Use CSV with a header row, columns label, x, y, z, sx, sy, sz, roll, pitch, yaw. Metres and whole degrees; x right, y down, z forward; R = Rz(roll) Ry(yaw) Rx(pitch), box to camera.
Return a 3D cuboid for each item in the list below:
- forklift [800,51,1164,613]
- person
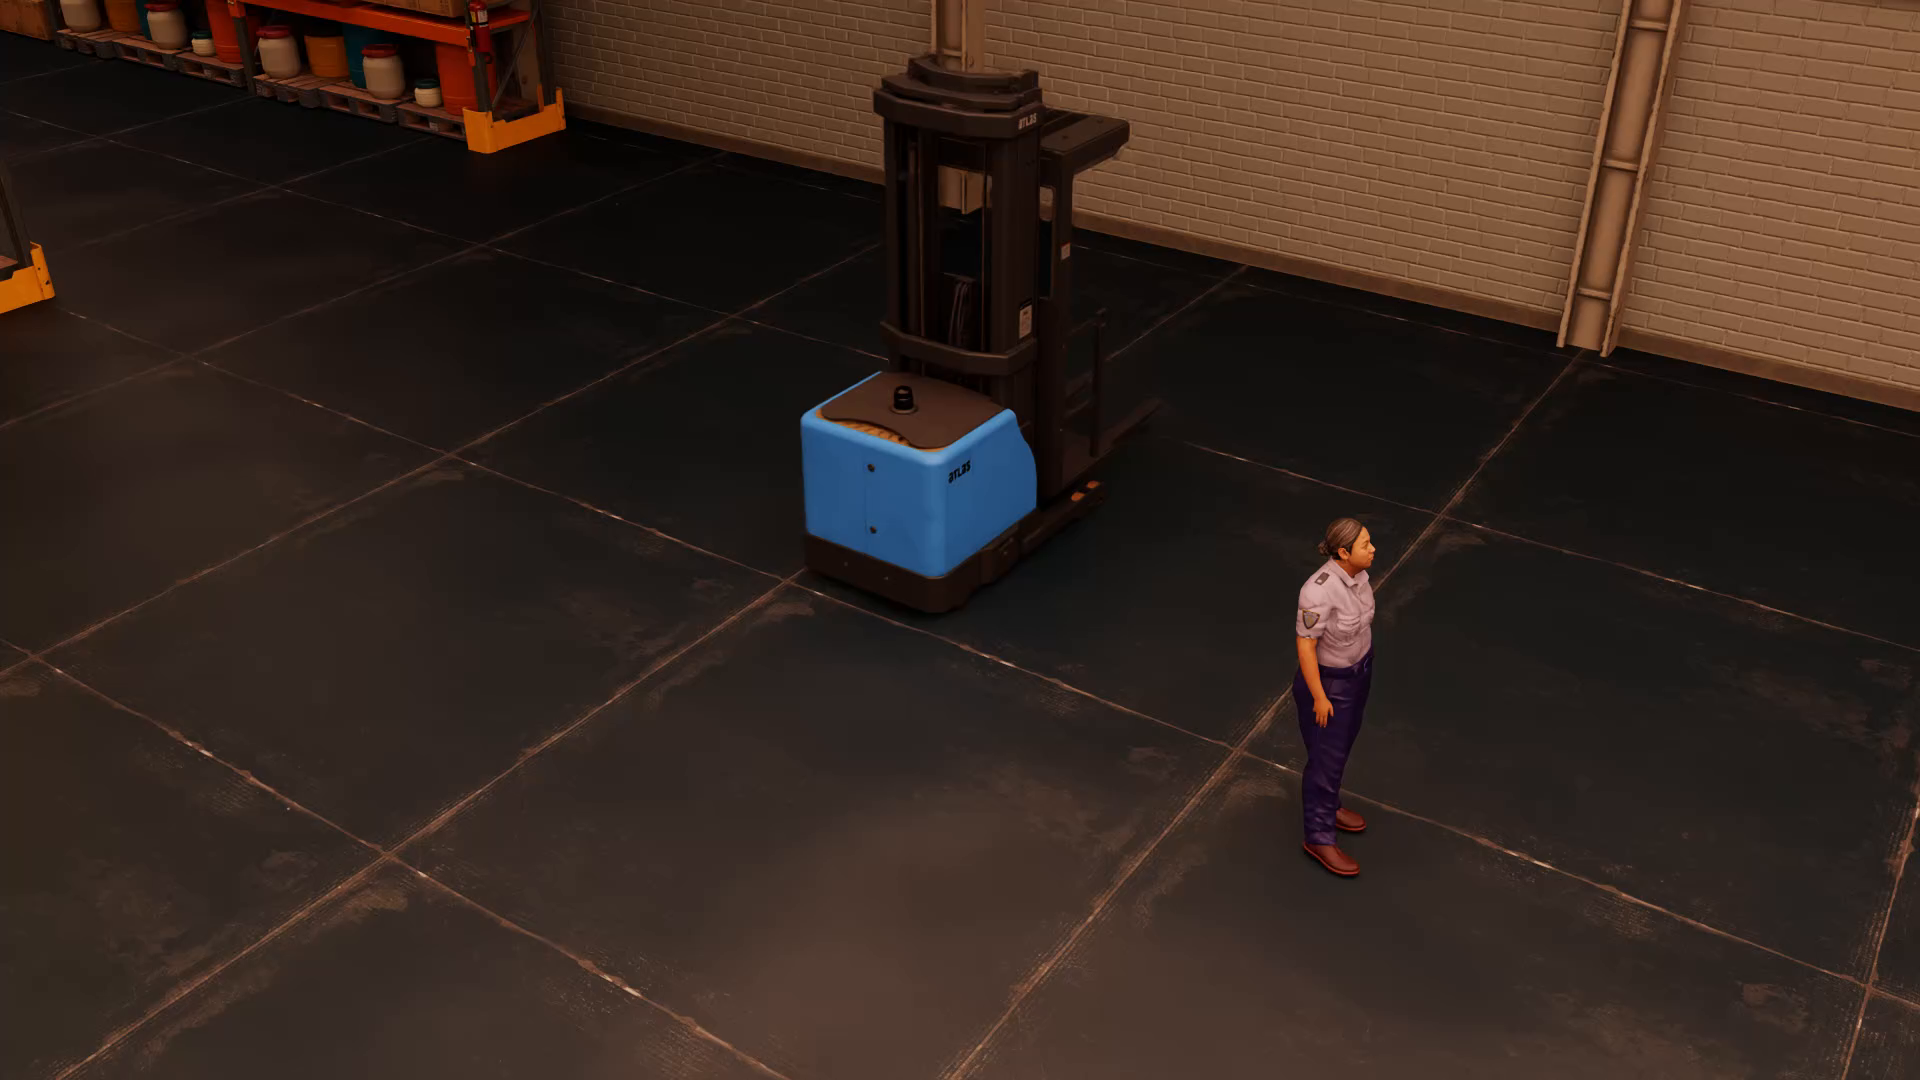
label,x,y,z,sx,sy,sz,roll,pitch,yaw
forklift,0.306,-1.533,10.222,1.130,2.935,3.031,19,35,29
person,1.802,0.686,7.665,0.502,1.651,0.598,20,36,30
